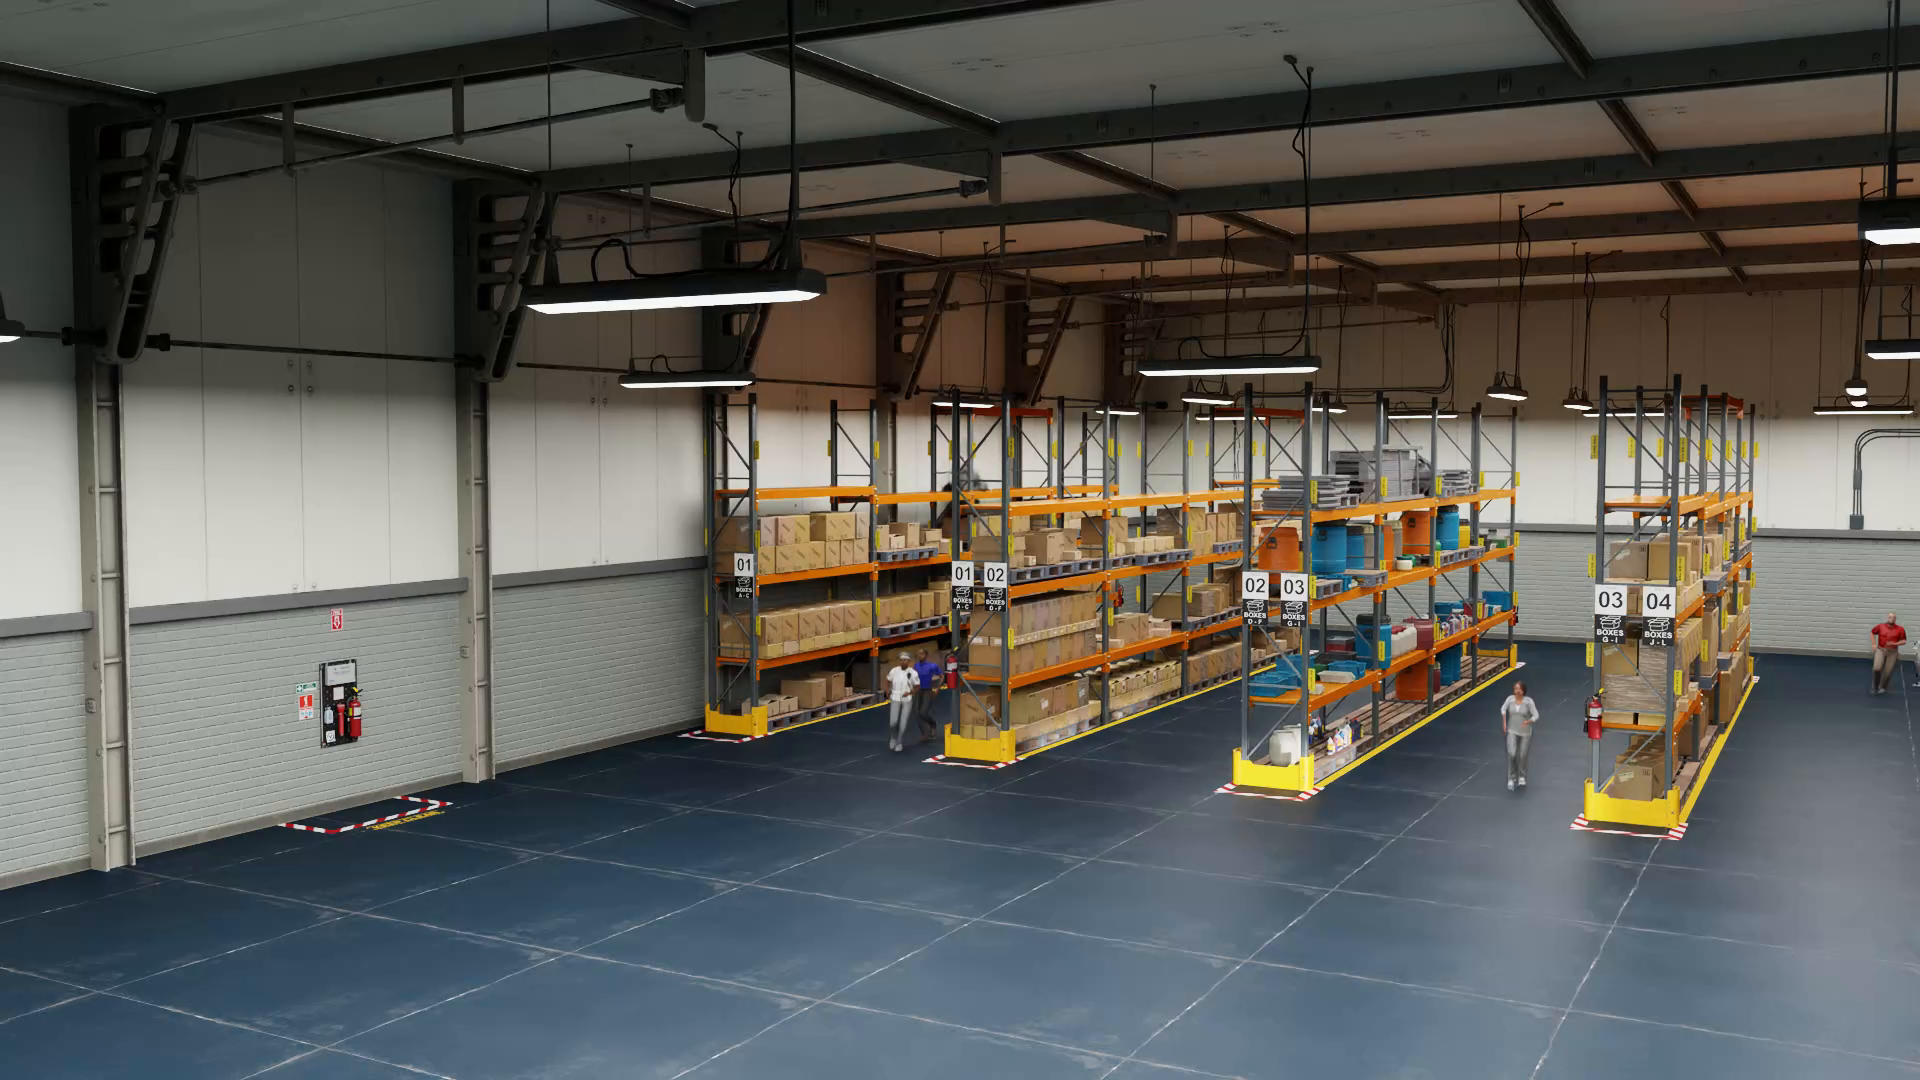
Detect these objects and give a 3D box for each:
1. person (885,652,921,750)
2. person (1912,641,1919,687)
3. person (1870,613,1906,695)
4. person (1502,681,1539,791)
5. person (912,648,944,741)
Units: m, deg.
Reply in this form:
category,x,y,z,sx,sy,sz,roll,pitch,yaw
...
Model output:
category,x,y,z,sx,sy,sz,roll,pitch,yaw
person,-0.959,2.674,27.617,0.613,1.661,0.538,0,3,5
person,20.501,2.262,34.953,0.684,1.726,0.725,0,3,3
person,18.931,2.347,33.936,0.650,1.725,0.577,2,3,28
person,8.243,2.885,24.506,0.545,1.621,0.650,1,3,24
person,-0.631,2.654,28.485,0.603,1.613,0.536,2,3,28
